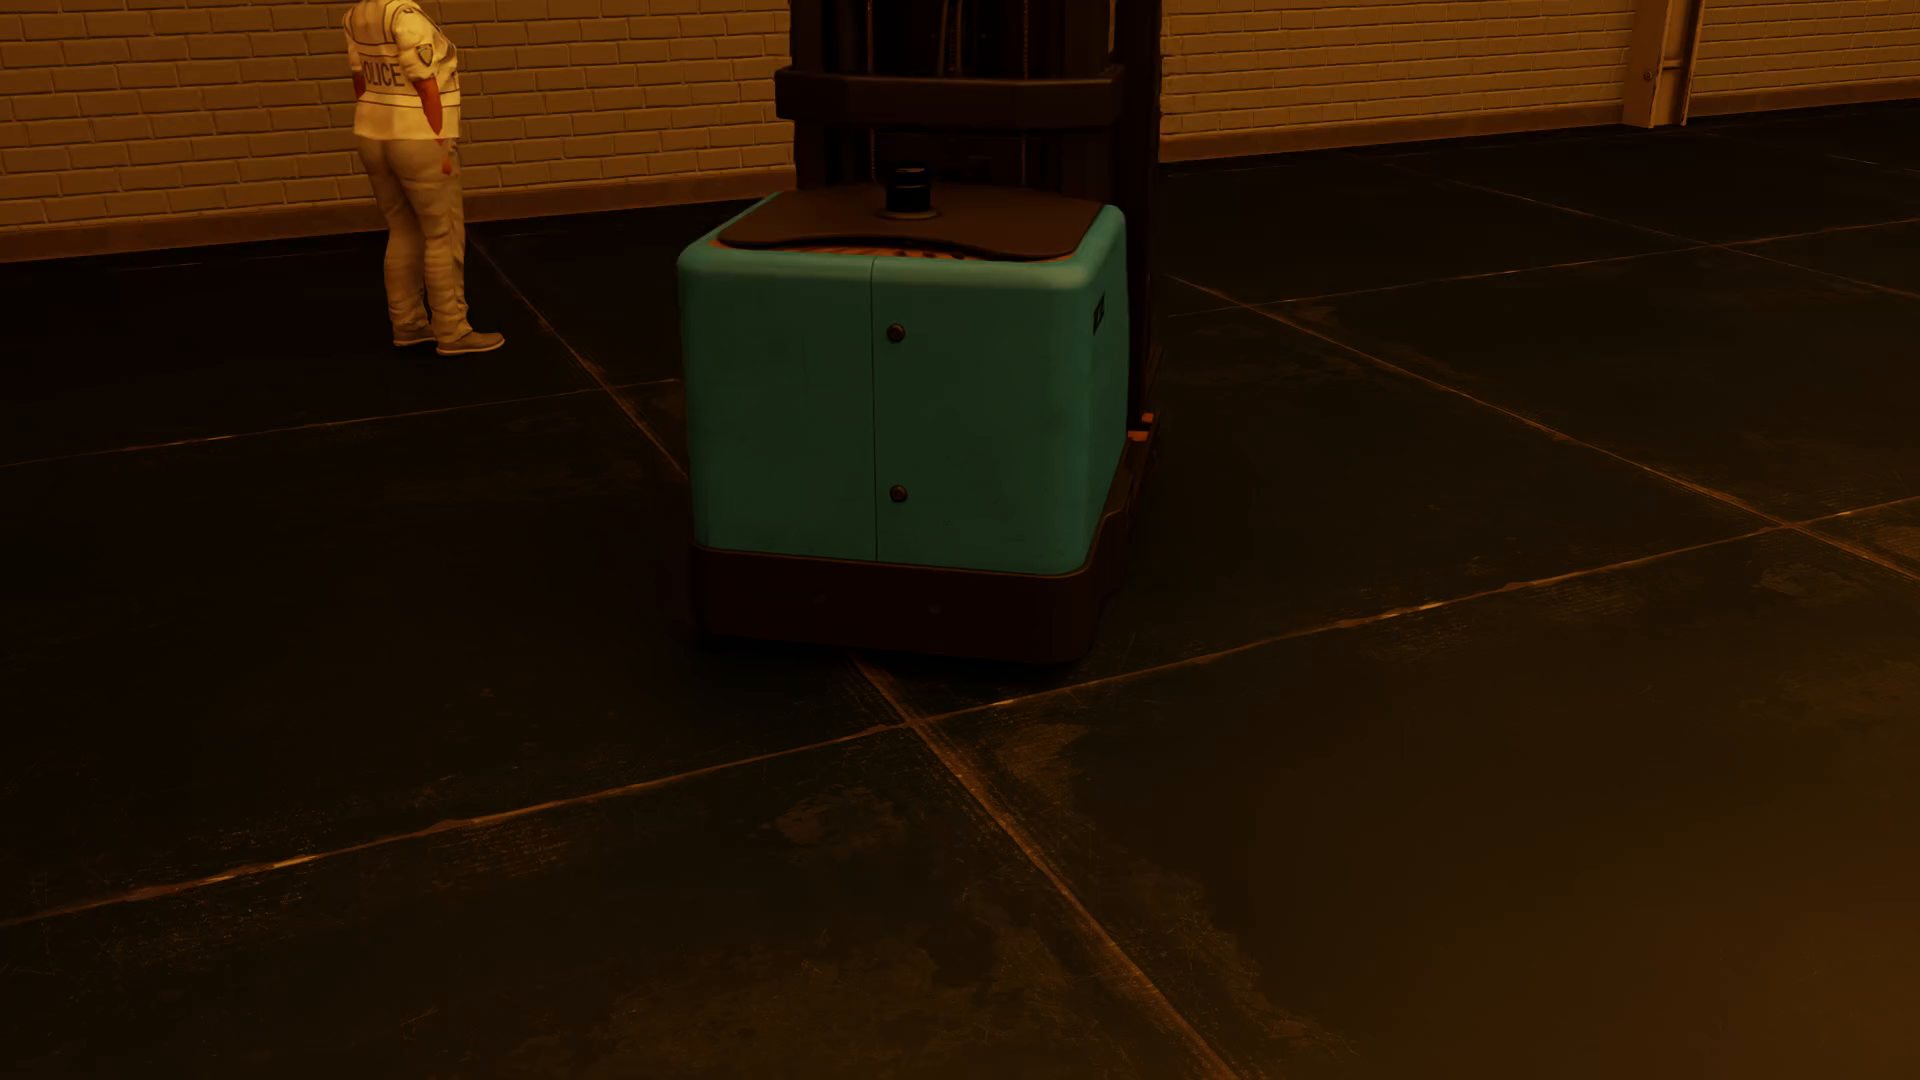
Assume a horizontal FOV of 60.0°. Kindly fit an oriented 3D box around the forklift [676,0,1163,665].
[{"bbox_3d":[0.088,-1.576,5.079,1.130,2.935,3.031,4,23,10],"label":"forklift"}]

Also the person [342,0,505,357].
[{"bbox_3d":[-2.221,-1.592,6.779,0.487,1.668,0.395,15,27,31],"label":"person"}]
